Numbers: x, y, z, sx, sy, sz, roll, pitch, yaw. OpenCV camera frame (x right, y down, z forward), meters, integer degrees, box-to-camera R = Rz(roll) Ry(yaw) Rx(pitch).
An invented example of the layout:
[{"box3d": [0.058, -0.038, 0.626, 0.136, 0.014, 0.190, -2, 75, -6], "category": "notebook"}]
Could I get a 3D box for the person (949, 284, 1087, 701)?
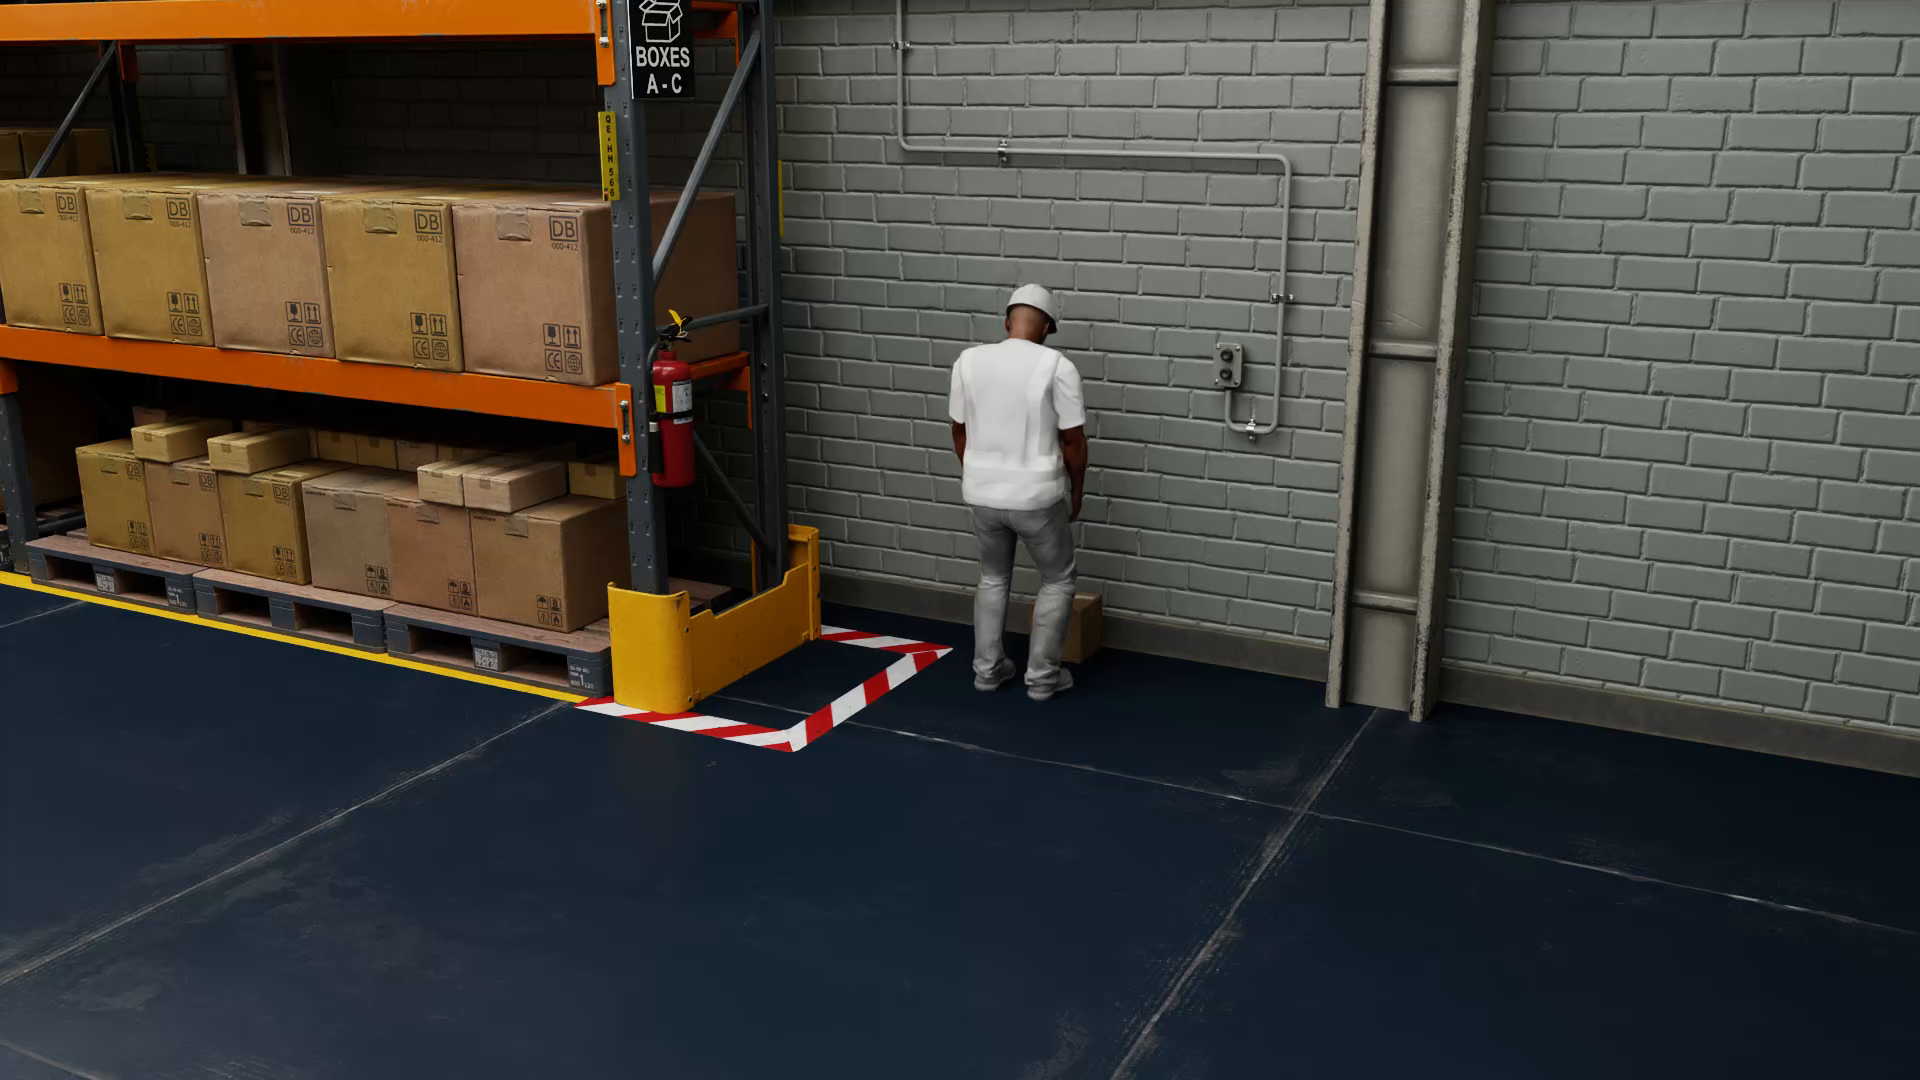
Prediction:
[{"box3d": [0.238, -0.197, 6.850, 0.602, 1.679, 0.511, 8, 18, 27], "category": "person"}]
